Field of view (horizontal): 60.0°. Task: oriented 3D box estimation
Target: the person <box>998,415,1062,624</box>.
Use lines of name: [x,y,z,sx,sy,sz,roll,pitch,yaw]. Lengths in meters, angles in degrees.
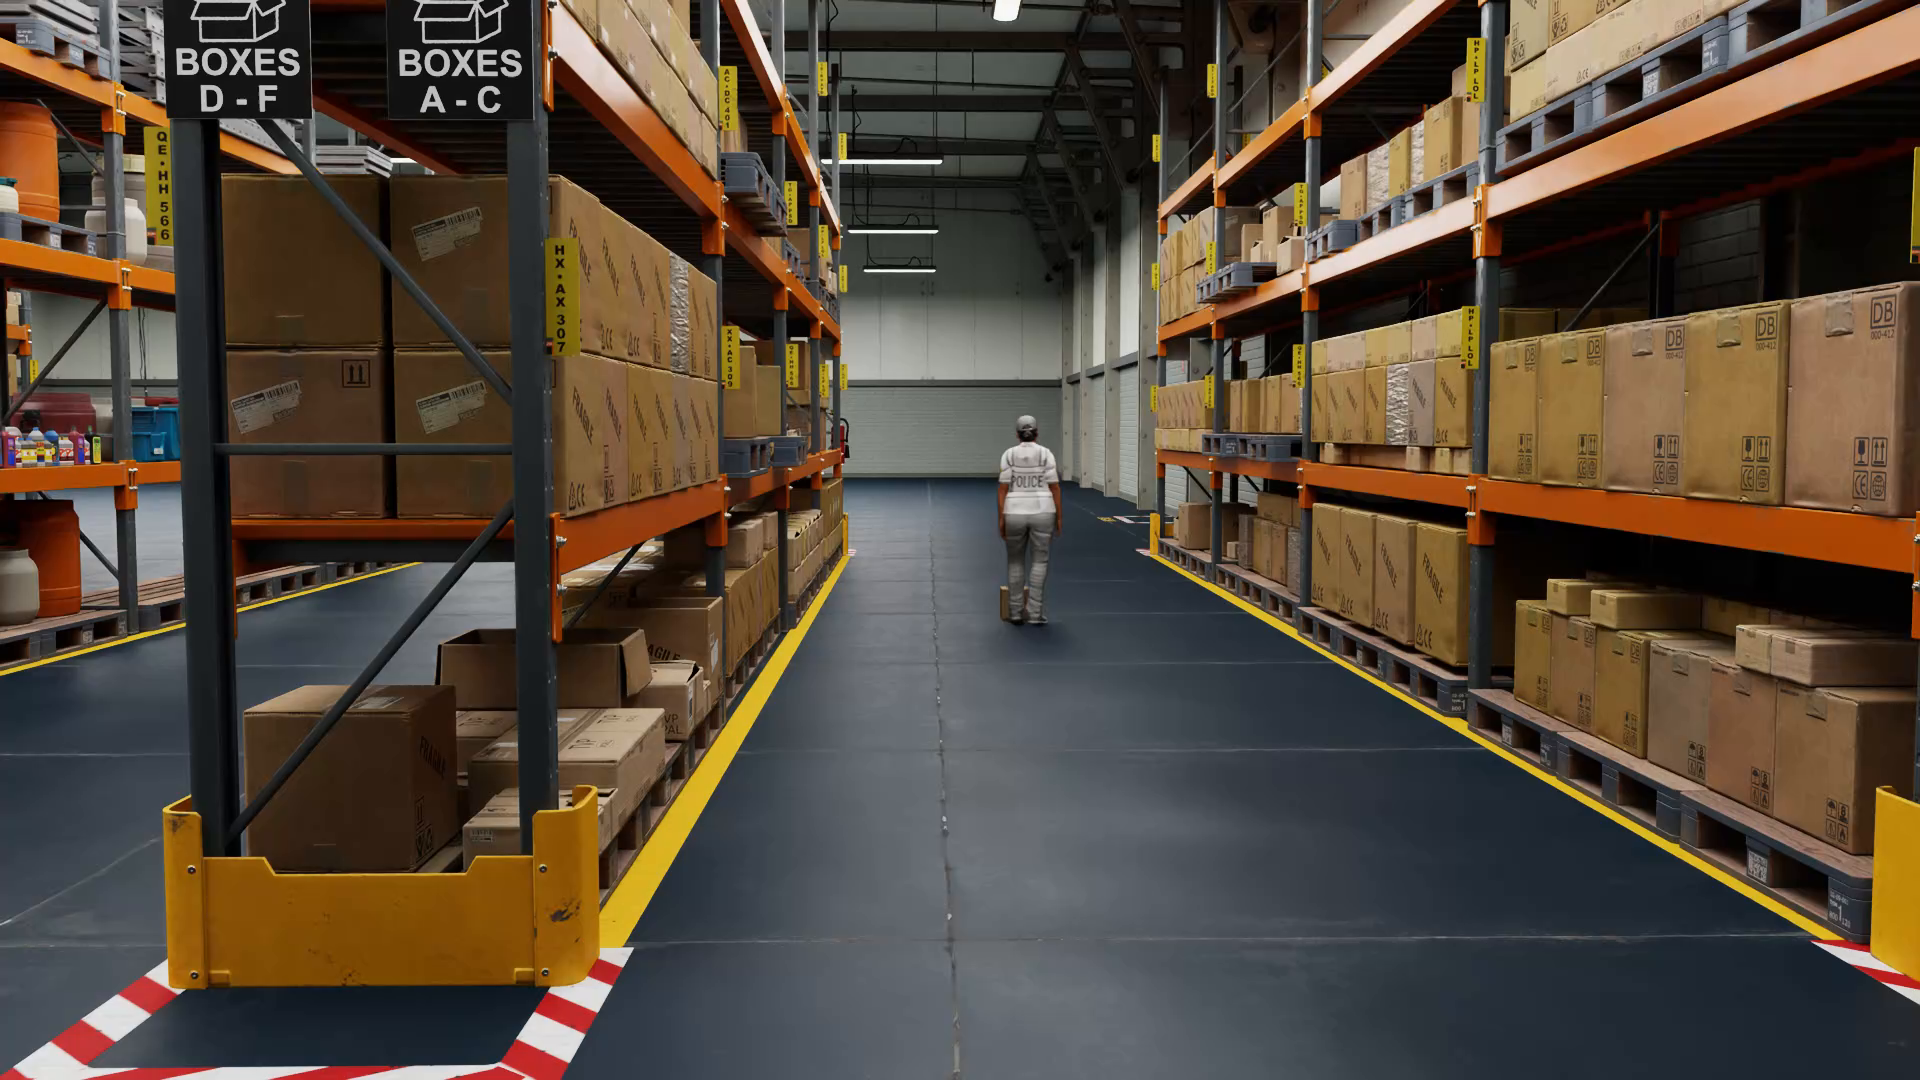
person: [0.574,-0.151,13.269,0.502,1.687,0.539,1,4,12]
